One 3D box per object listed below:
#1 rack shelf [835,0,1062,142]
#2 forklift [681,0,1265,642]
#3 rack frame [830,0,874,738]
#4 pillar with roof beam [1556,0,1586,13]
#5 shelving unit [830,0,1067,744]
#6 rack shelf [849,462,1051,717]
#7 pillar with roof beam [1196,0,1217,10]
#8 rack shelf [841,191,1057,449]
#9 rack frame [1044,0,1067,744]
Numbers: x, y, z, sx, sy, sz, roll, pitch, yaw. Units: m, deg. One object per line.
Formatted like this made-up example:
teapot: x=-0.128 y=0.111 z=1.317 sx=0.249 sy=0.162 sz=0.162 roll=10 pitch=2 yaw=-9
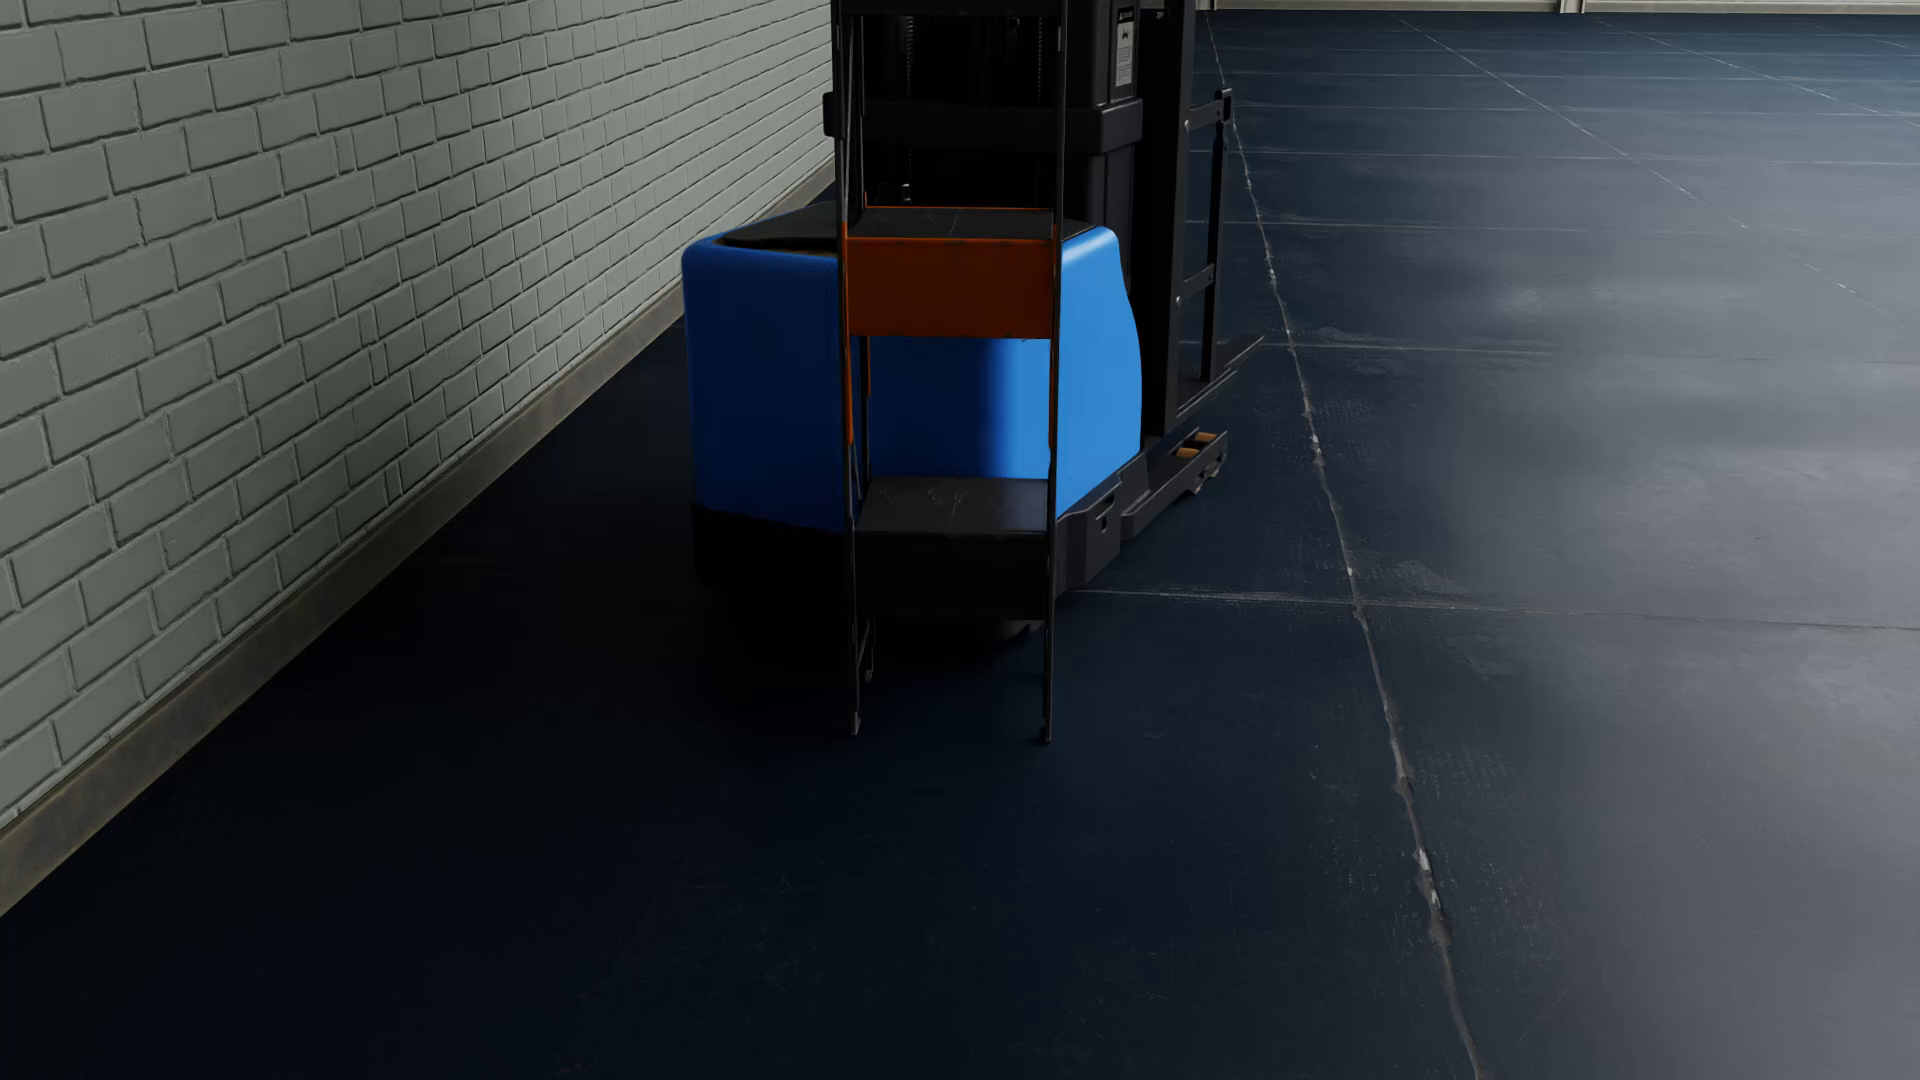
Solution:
rack shelf: x=-0.013 y=-1.185 z=3.714 sx=0.480 sy=0.518 sz=0.431 roll=1 pitch=22 yaw=3
forklift: x=0.317 y=-1.587 z=5.469 sx=1.130 sy=2.935 sz=3.031 roll=10 pitch=24 yaw=24
rack frame: x=-0.256 y=-0.552 z=3.981 sx=0.015 sy=2.100 sz=0.400 roll=1 pitch=22 yaw=3
pillar with roof beam: x=9.605 y=-11.359 z=21.932 sx=0.400 sy=9.000 sz=9.100 roll=2 pitch=22 yaw=6
shelving unit: x=-0.013 y=-0.547 z=3.967 sx=0.503 sy=2.100 sz=0.431 roll=1 pitch=22 yaw=3
rack shelf: x=-0.013 y=0.117 z=4.229 sx=0.480 sy=0.518 sz=0.431 roll=1 pitch=22 yaw=3
pillar with roof beam: x=3.647 y=-11.619 z=22.589 sx=0.400 sy=9.000 sz=9.100 roll=2 pitch=22 yaw=6
rack shelf: x=-0.013 y=-0.534 z=3.972 sx=0.480 sy=0.518 sz=0.431 roll=1 pitch=22 yaw=3
rack frame: x=0.231 y=-0.541 z=3.953 sx=0.015 sy=2.100 sz=0.400 roll=1 pitch=22 yaw=3
